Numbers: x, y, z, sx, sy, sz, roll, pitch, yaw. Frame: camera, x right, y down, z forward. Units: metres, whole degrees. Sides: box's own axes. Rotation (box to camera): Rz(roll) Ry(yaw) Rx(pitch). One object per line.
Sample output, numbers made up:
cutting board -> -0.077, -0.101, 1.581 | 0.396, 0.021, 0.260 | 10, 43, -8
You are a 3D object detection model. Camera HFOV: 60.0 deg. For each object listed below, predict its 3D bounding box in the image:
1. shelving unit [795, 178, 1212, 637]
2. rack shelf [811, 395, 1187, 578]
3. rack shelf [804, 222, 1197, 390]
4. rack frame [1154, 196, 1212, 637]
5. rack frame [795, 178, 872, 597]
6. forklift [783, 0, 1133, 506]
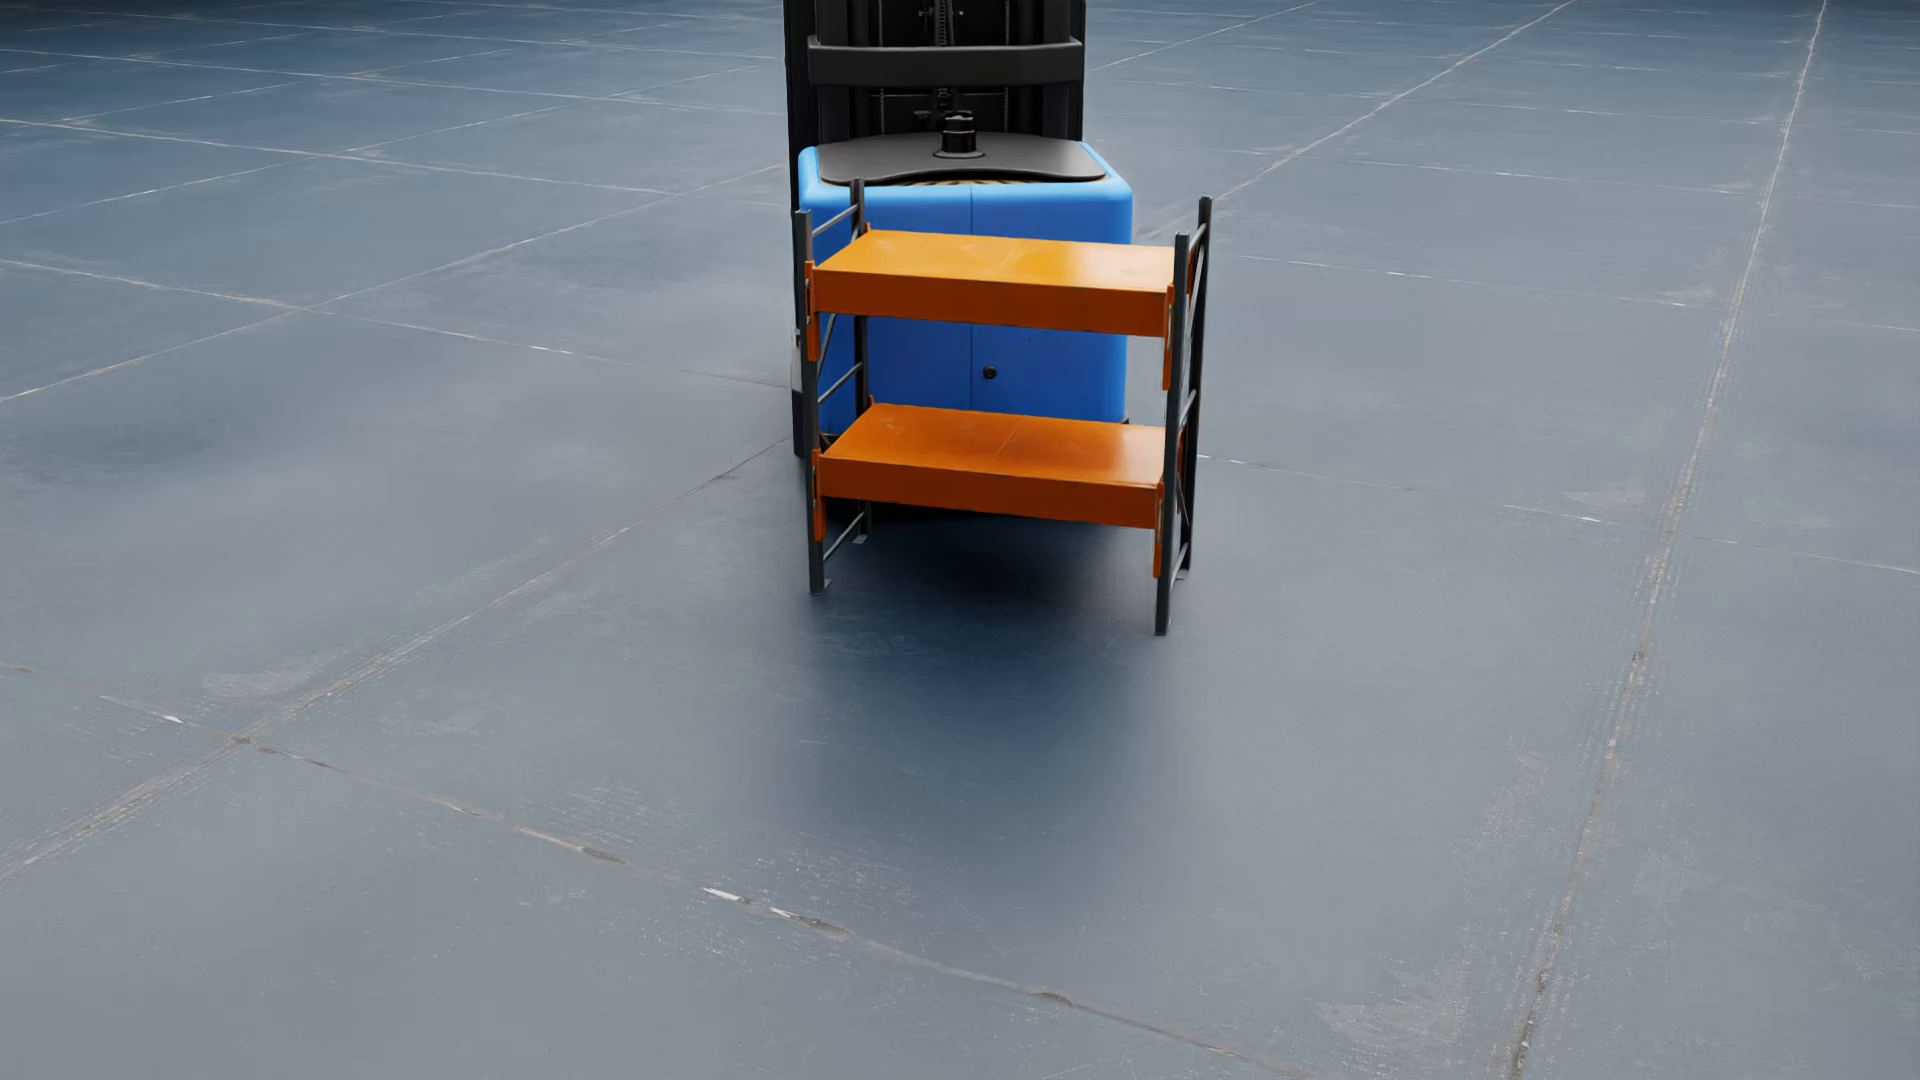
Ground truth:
shelving unit -> 0.131, -0.396, 4.744 | 1.048, 1.125, 0.538 | 6, 24, 14
rack shelf -> 0.131, -0.171, 4.840 | 1.000, 0.278, 0.538 | 6, 24, 14
rack shelf -> 0.131, -0.665, 4.630 | 1.000, 0.278, 0.538 | 6, 24, 14
rack frame -> 0.621, -0.344, 4.622 | 0.032, 1.125, 0.500 | 6, 24, 14
rack frame -> -0.360, -0.448, 4.866 | 0.032, 1.125, 0.500 | 6, 24, 14
forklift -> -0.117, -1.998, 6.204 | 1.130, 2.935, 3.031 | -2, 23, -5
